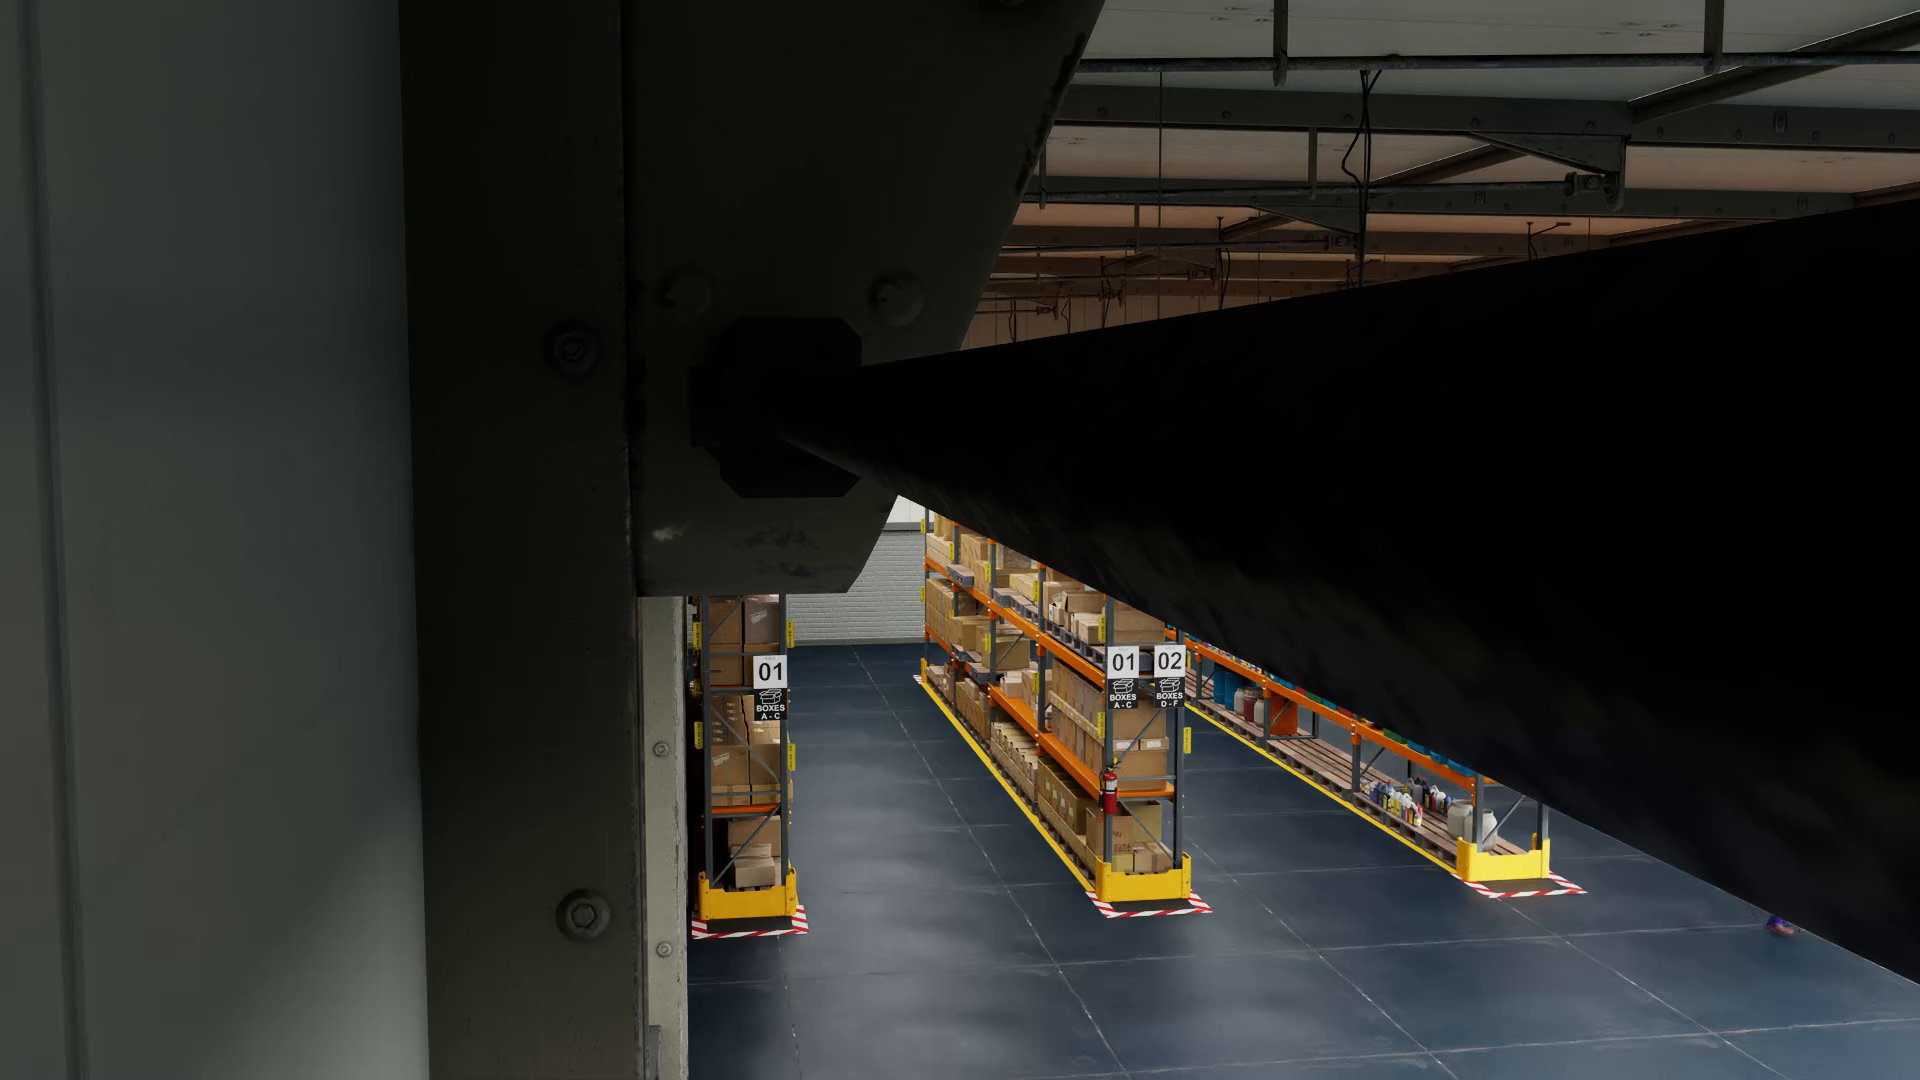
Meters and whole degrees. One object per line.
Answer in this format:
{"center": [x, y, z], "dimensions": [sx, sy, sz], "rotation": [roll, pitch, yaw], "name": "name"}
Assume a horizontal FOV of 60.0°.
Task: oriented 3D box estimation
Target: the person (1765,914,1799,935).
{"center": [9.808, 3.817, 19.346], "dimensions": [0.729, 1.599, 0.640], "rotation": [2, 5, 20], "name": "person"}
